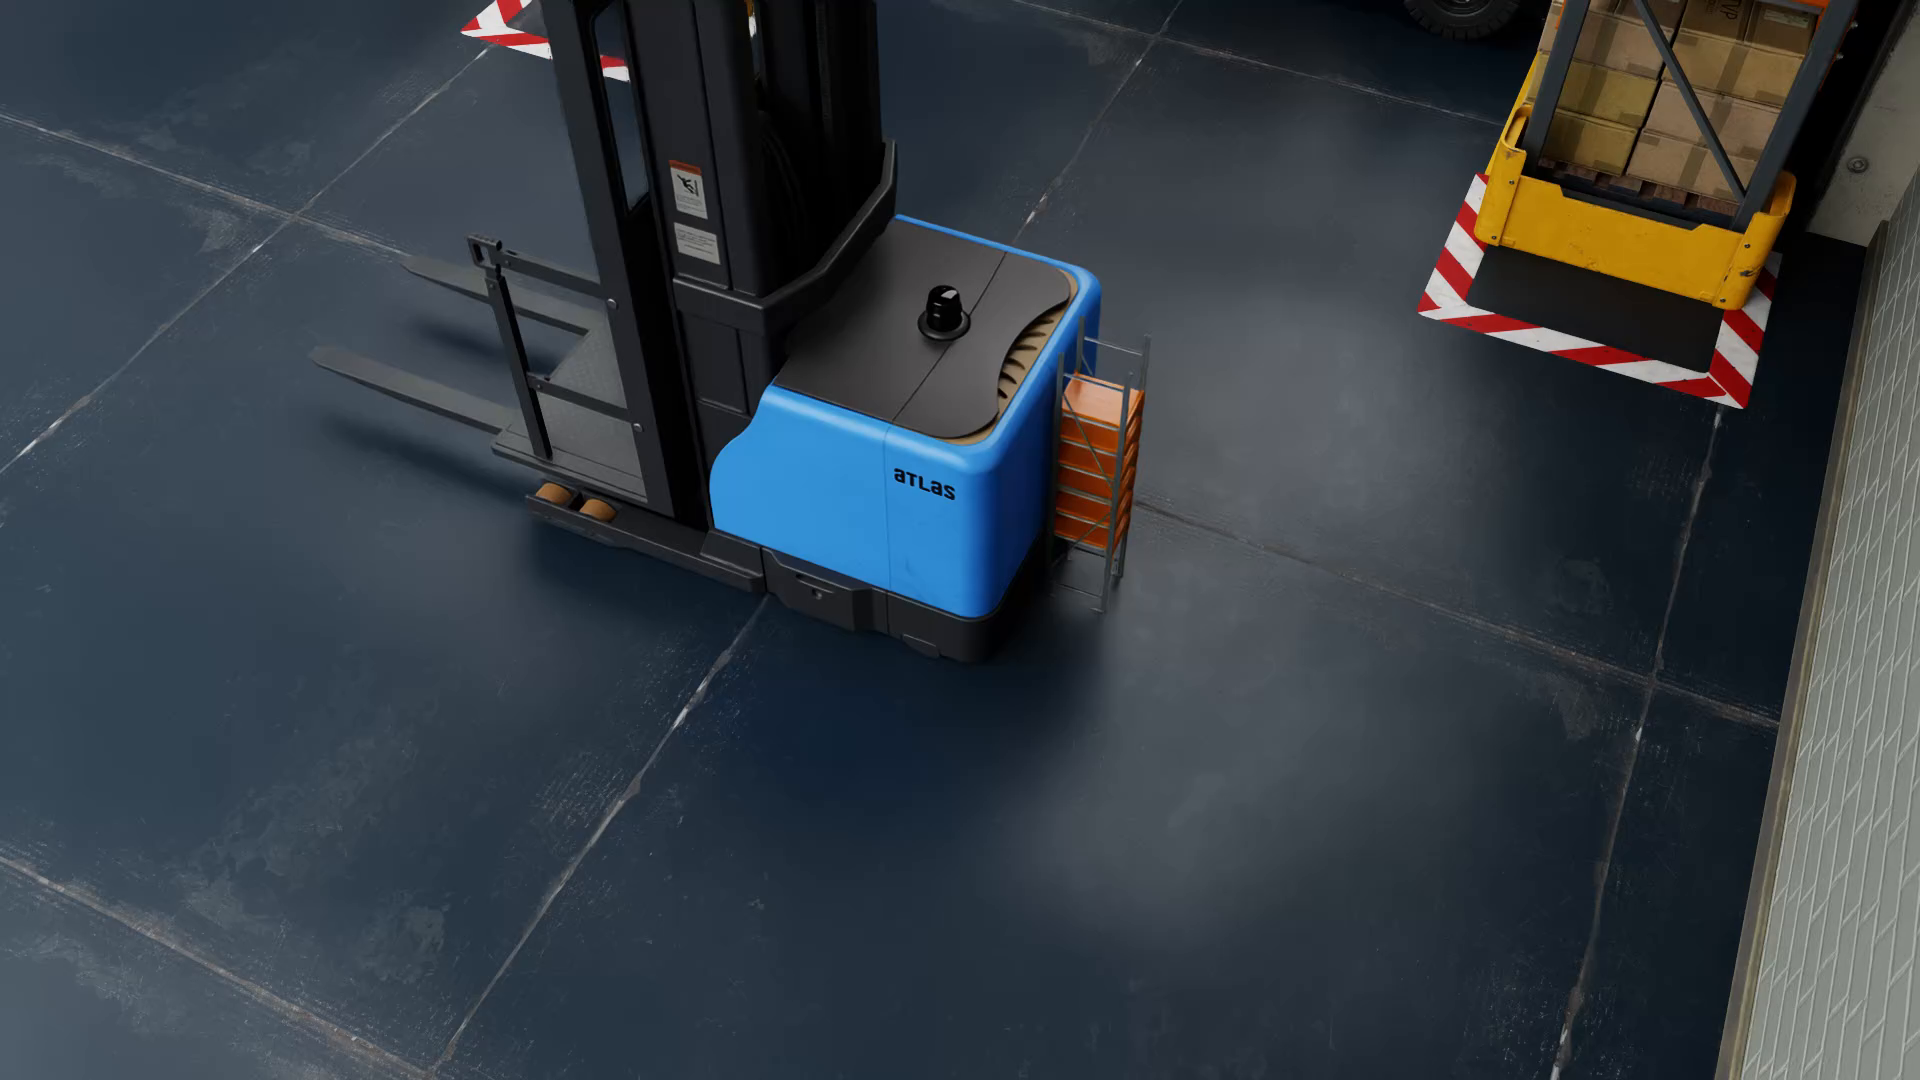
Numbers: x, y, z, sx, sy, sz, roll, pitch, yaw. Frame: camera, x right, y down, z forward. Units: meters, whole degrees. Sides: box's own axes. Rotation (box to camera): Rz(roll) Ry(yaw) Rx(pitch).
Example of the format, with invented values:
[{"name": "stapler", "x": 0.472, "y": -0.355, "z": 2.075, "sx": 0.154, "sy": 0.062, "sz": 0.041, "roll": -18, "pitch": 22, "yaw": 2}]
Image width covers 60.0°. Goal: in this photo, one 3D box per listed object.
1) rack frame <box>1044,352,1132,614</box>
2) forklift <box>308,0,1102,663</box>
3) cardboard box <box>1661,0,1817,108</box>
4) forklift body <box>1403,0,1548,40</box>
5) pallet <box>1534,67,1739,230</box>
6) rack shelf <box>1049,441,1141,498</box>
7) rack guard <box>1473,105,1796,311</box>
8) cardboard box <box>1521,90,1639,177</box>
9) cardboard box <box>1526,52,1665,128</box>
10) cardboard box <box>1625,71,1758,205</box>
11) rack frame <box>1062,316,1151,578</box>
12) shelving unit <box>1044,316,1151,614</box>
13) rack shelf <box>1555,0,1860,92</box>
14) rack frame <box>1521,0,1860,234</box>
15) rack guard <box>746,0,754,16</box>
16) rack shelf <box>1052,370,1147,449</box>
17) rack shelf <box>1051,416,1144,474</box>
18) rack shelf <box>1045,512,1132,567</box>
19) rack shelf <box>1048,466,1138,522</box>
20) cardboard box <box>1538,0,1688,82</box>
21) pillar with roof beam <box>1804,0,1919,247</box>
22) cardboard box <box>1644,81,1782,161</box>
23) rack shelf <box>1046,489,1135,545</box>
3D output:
[{"name": "rack frame", "x": 0.418, "y": -0.158, "z": 5.596, "sx": 0.240, "sy": 1.200, "sz": 0.006, "roll": 18, "pitch": 52, "yaw": 15}, {"name": "forklift", "x": -1.067, "y": -1.288, "z": 5.422, "sx": 3.031, "sy": 2.935, "sz": 1.130, "roll": 19, "pitch": 52, "yaw": 16}, {"name": "cardboard box", "x": 3.257, "y": -2.096, "z": 6.937, "sx": 0.500, "sy": 0.250, "sz": 0.500, "roll": 19, "pitch": 52, "yaw": 16}, {"name": "forklift body", "x": 2.041, "y": -3.882, "z": 8.141, "sx": 2.313, "sy": 2.155, "sz": 1.214, "roll": 20, "pitch": 52, "yaw": 16}, {"name": "pallet", "x": 3.169, "y": -1.894, "z": 7.723, "sx": 1.003, "sy": 0.211, "sz": 1.213, "roll": 20, "pitch": 52, "yaw": 16}, {"name": "rack shelf", "x": 0.453, "y": -0.271, "z": 5.593, "sx": 0.258, "sy": 0.103, "sz": 0.180, "roll": 18, "pitch": 52, "yaw": 15}, {"name": "rack guard", "x": 2.870, "y": -1.431, "z": 7.139, "sx": 1.175, "sy": 0.500, "sz": 0.348, "roll": 20, "pitch": 52, "yaw": 16}, {"name": "cardboard box", "x": 2.795, "y": -1.929, "z": 7.451, "sx": 0.500, "sy": 0.250, "sz": 0.500, "roll": 20, "pitch": 53, "yaw": 16}, {"name": "cardboard box", "x": 2.806, "y": -2.101, "z": 7.270, "sx": 0.500, "sy": 0.250, "sz": 0.500, "roll": 19, "pitch": 52, "yaw": 16}, {"name": "cardboard box", "x": 3.267, "y": -1.777, "z": 7.322, "sx": 0.500, "sy": 0.250, "sz": 0.500, "roll": 20, "pitch": 52, "yaw": 16}, {"name": "rack frame", "x": 0.489, "y": -0.286, "z": 5.705, "sx": 0.240, "sy": 1.200, "sz": 0.006, "roll": 18, "pitch": 52, "yaw": 15}, {"name": "shelving unit", "x": 0.453, "y": -0.222, "z": 5.651, "sx": 0.258, "sy": 1.200, "sz": 0.189, "roll": 18, "pitch": 52, "yaw": 15}, {"name": "rack shelf", "x": 3.735, "y": -3.401, "z": 7.647, "sx": 1.077, "sy": 0.370, "sz": 4.000, "roll": 20, "pitch": 52, "yaw": 16}, {"name": "rack frame", "x": 2.880, "y": -2.257, "z": 6.201, "sx": 1.000, "sy": 3.000, "sz": 0.127, "roll": 20, "pitch": 52, "yaw": 16}, {"name": "rack guard", "x": -1.577, "y": -3.112, "z": 8.570, "sx": 1.175, "sy": 0.500, "sz": 0.348, "roll": 20, "pitch": 52, "yaw": 16}, {"name": "rack shelf", "x": 0.453, "y": -0.426, "z": 5.411, "sx": 0.258, "sy": 0.103, "sz": 0.180, "roll": 18, "pitch": 52, "yaw": 15}, {"name": "rack shelf", "x": 0.453, "y": -0.349, "z": 5.502, "sx": 0.258, "sy": 0.103, "sz": 0.180, "roll": 18, "pitch": 52, "yaw": 15}, {"name": "rack shelf", "x": 0.453, "y": -0.037, "z": 5.868, "sx": 0.258, "sy": 0.103, "sz": 0.180, "roll": 18, "pitch": 52, "yaw": 15}, {"name": "rack shelf", "x": 0.453, "y": -0.193, "z": 5.685, "sx": 0.258, "sy": 0.103, "sz": 0.180, "roll": 18, "pitch": 52, "yaw": 15}, {"name": "cardboard box", "x": 2.795, "y": -2.245, "z": 7.064, "sx": 0.500, "sy": 0.250, "sz": 0.500, "roll": 21, "pitch": 53, "yaw": 17}, {"name": "pillar with roof beam", "x": 0.100, "y": -5.788, "z": 5.267, "sx": 9.100, "sy": 9.000, "sz": 0.400, "roll": 20, "pitch": 52, "yaw": 16}, {"name": "cardboard box", "x": 3.269, "y": -1.921, "z": 7.116, "sx": 0.500, "sy": 0.250, "sz": 0.500, "roll": 21, "pitch": 53, "yaw": 17}, {"name": "rack shelf", "x": 0.453, "y": -0.115, "z": 5.776, "sx": 0.258, "sy": 0.103, "sz": 0.180, "roll": 18, "pitch": 52, "yaw": 15}]
